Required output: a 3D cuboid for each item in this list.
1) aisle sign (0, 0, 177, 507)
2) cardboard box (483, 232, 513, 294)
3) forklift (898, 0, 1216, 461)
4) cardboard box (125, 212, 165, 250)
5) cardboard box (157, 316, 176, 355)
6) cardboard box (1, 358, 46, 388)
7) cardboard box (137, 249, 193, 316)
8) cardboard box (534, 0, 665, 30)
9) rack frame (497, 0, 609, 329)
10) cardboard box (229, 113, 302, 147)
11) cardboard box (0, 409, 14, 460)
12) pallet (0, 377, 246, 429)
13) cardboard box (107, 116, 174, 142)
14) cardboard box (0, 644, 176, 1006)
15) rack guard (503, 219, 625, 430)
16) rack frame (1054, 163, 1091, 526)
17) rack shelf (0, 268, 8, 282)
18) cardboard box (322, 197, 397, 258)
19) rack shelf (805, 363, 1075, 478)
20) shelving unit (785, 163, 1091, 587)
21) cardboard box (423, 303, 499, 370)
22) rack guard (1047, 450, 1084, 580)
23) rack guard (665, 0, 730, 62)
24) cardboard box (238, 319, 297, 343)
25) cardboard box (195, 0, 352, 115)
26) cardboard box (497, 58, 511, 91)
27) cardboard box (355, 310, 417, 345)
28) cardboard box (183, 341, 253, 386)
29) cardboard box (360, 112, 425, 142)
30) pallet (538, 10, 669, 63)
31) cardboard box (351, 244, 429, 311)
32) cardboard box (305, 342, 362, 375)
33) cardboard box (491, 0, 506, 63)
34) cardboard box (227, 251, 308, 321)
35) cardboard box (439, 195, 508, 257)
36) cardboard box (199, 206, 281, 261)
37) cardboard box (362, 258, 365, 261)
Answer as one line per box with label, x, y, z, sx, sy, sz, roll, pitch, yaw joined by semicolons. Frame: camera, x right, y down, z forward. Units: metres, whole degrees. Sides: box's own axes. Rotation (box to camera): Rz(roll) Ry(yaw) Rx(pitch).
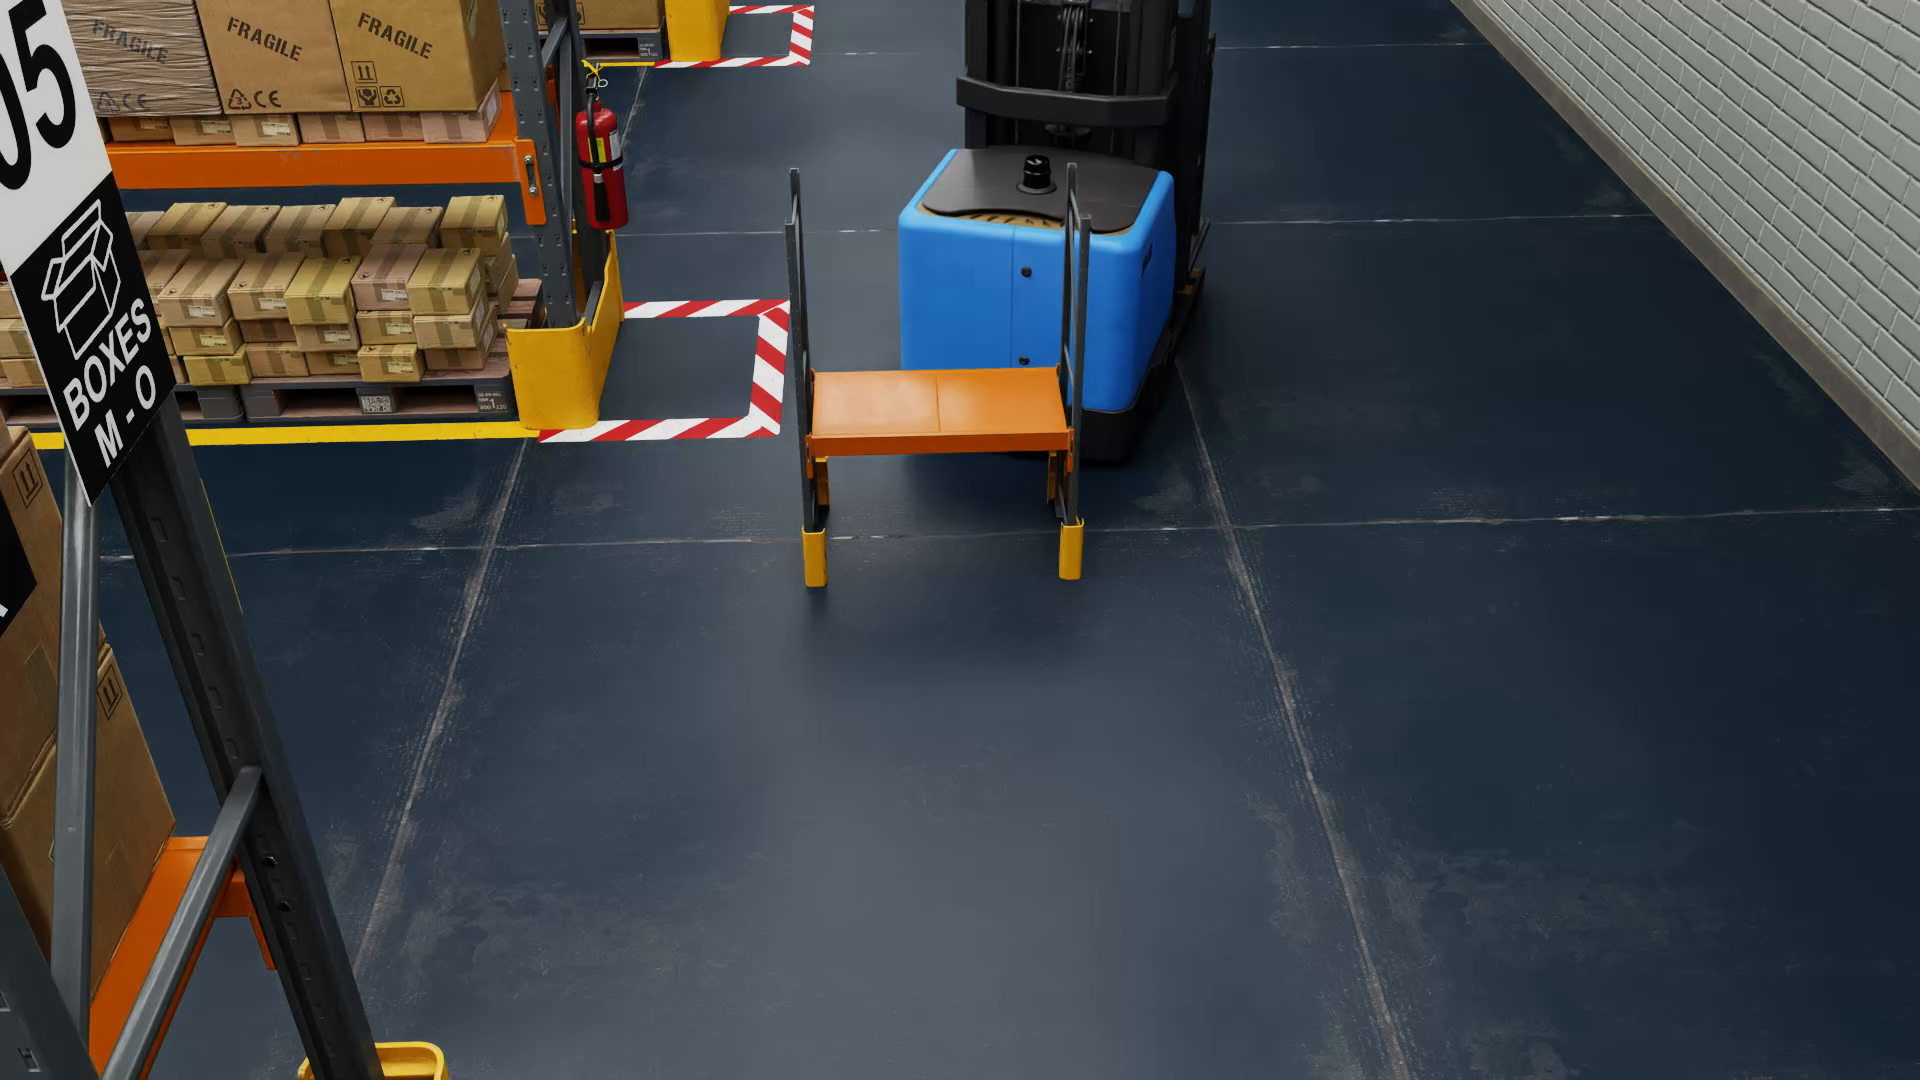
aisle sign;-1.368;-0.488;2.534;0.004;0.787;0.394;-2;35;-2
cardboard box;-2.297;-1.318;7.893;0.250;0.149;0.380;0;35;0
forklift;0.628;-2.379;7.612;1.130;2.935;3.031;9;36;13
cardboard box;-3.861;-1.379;7.720;0.250;0.149;0.380;-1;35;-2
cardboard box;-3.567;-0.977;7.400;0.250;0.149;0.380;0;35;0
cardboard box;-4.084;-0.841;7.465;0.250;0.149;0.380;-2;35;-4
cardboard box;-3.580;-1.143;7.378;0.250;0.149;0.380;-3;35;-4
cardboard box;-2.530;-4.121;11.568;0.875;0.875;0.875;-2;35;-2
rack frame;-1.761;-2.063;7.095;0.127;3.000;1.000;-2;35;-2
cardboard box;-2.827;-1.769;6.892;0.250;0.149;0.380;-1;35;-1
cardboard box;-1.794;-0.119;2.749;0.250;0.149;0.380;-1;35;-1
pallet;-3.866;-0.881;7.838;1.213;0.211;1.003;-2;35;-2
cardboard box;-3.364;-1.806;6.944;0.250;0.149;0.380;-3;35;-4
cardboard box;-1.919;0.557;3.222;0.500;0.500;0.500;-2;35;-3
rack guard;-1.837;-1.033;7.804;0.348;0.500;1.175;-2;35;-2
rack frame;0.423;-0.628;6.340;0.032;1.500;0.500;-2;35;-2
rack shelf;-3.424;-0.136;2.307;4.000;0.370;1.077;-2;35;-2
cardboard box;-2.828;-1.477;7.862;0.250;0.149;0.380;-2;35;-2
rack shelf;-0.085;-0.467;6.422;1.000;0.185;0.538;-2;35;-2
shelving unit;-0.076;-0.615;6.320;1.083;1.500;0.587;-2;35;-2
cardboard box;-2.277;-0.931;7.595;0.250;0.149;0.380;-1;35;-1
rack guard;0.421;-0.114;6.695;0.087;0.250;0.587;-2;35;-2
rack guard;-1.871;-3.858;11.885;0.348;0.500;1.175;-2;35;-2
cardboard box;-3.067;-1.046;7.500;0.250;0.149;0.380;-2;35;-3
cardboard box;-2.713;-2.057;6.737;0.500;0.500;0.500;-2;35;-3
cardboard box;-2.100;-2.137;7.423;0.250;0.149;0.380;-2;35;-3
cardboard box;-2.538;-1.033;7.481;0.250;0.149;0.380;-2;35;-3
cardboard box;-3.295;-0.851;7.481;0.250;0.149;0.380;-3;35;-4
cardboard box;-2.324;-1.805;6.943;0.250;0.149;0.380;-2;35;-2
pallet;-2.690;-3.672;11.871;1.213;0.211;1.003;-2;35;-2
cardboard box;-2.532;-1.176;7.426;0.250;0.149;0.380;-1;35;-1
cardboard box;-2.797;-0.908;7.562;0.250;0.149;0.380;-2;35;-2
cardboard box;-2.223;-2.371;7.191;0.500;0.500;0.500;0;35;0
cardboard box;-3.046;-1.125;7.354;0.250;0.149;0.380;-3;35;-4
cardboard box;-2.301;-1.487;7.876;0.250;0.149;0.380;-3;35;-4
cardboard box;-3.349;-1.421;7.781;0.250;0.149;0.380;0;35;0
cardboard box;-2.813;-1.285;7.846;0.250;0.149;0.380;-1;35;-2
